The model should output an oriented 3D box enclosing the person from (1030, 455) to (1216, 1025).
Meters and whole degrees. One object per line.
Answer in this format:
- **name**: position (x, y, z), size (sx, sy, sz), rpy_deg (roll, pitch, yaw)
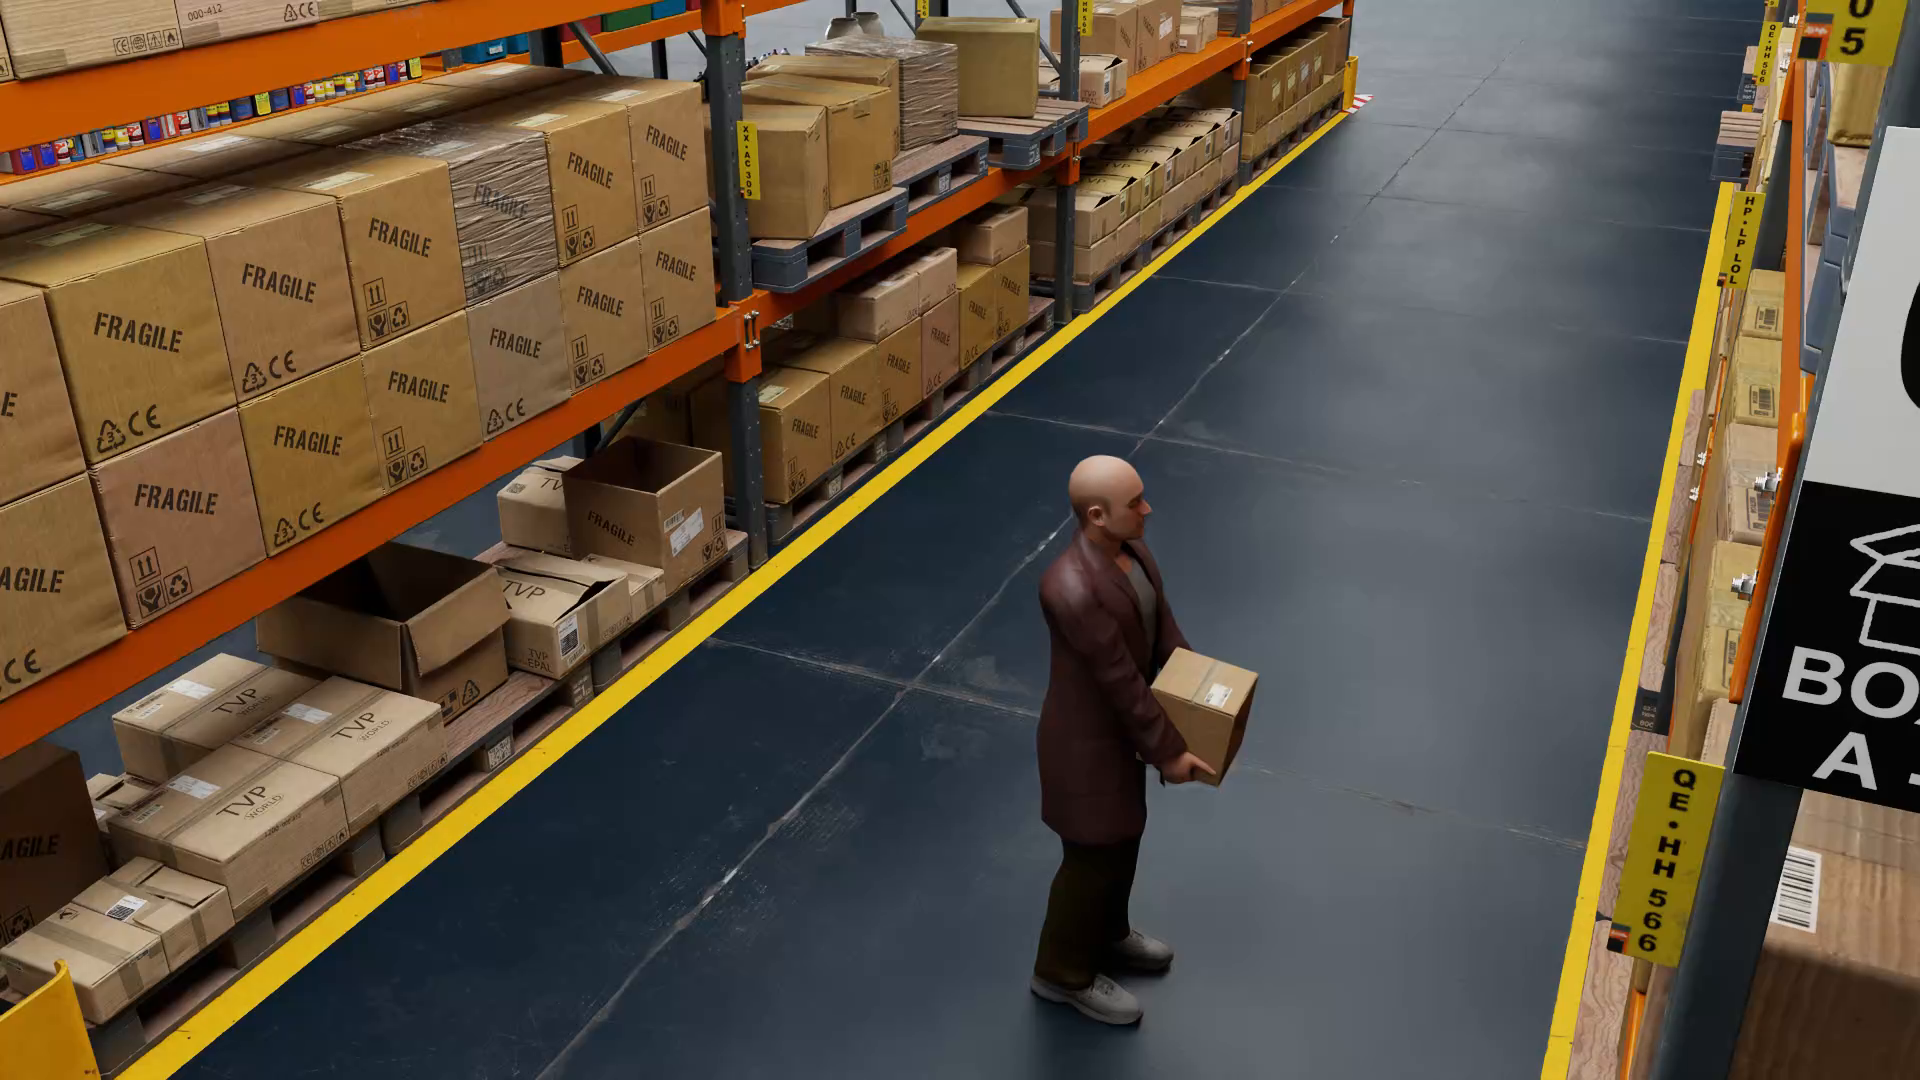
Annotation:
- **person**: position (0.516, 0.604, 4.883), size (0.556, 1.780, 0.526), rpy_deg (11, 28, 21)
